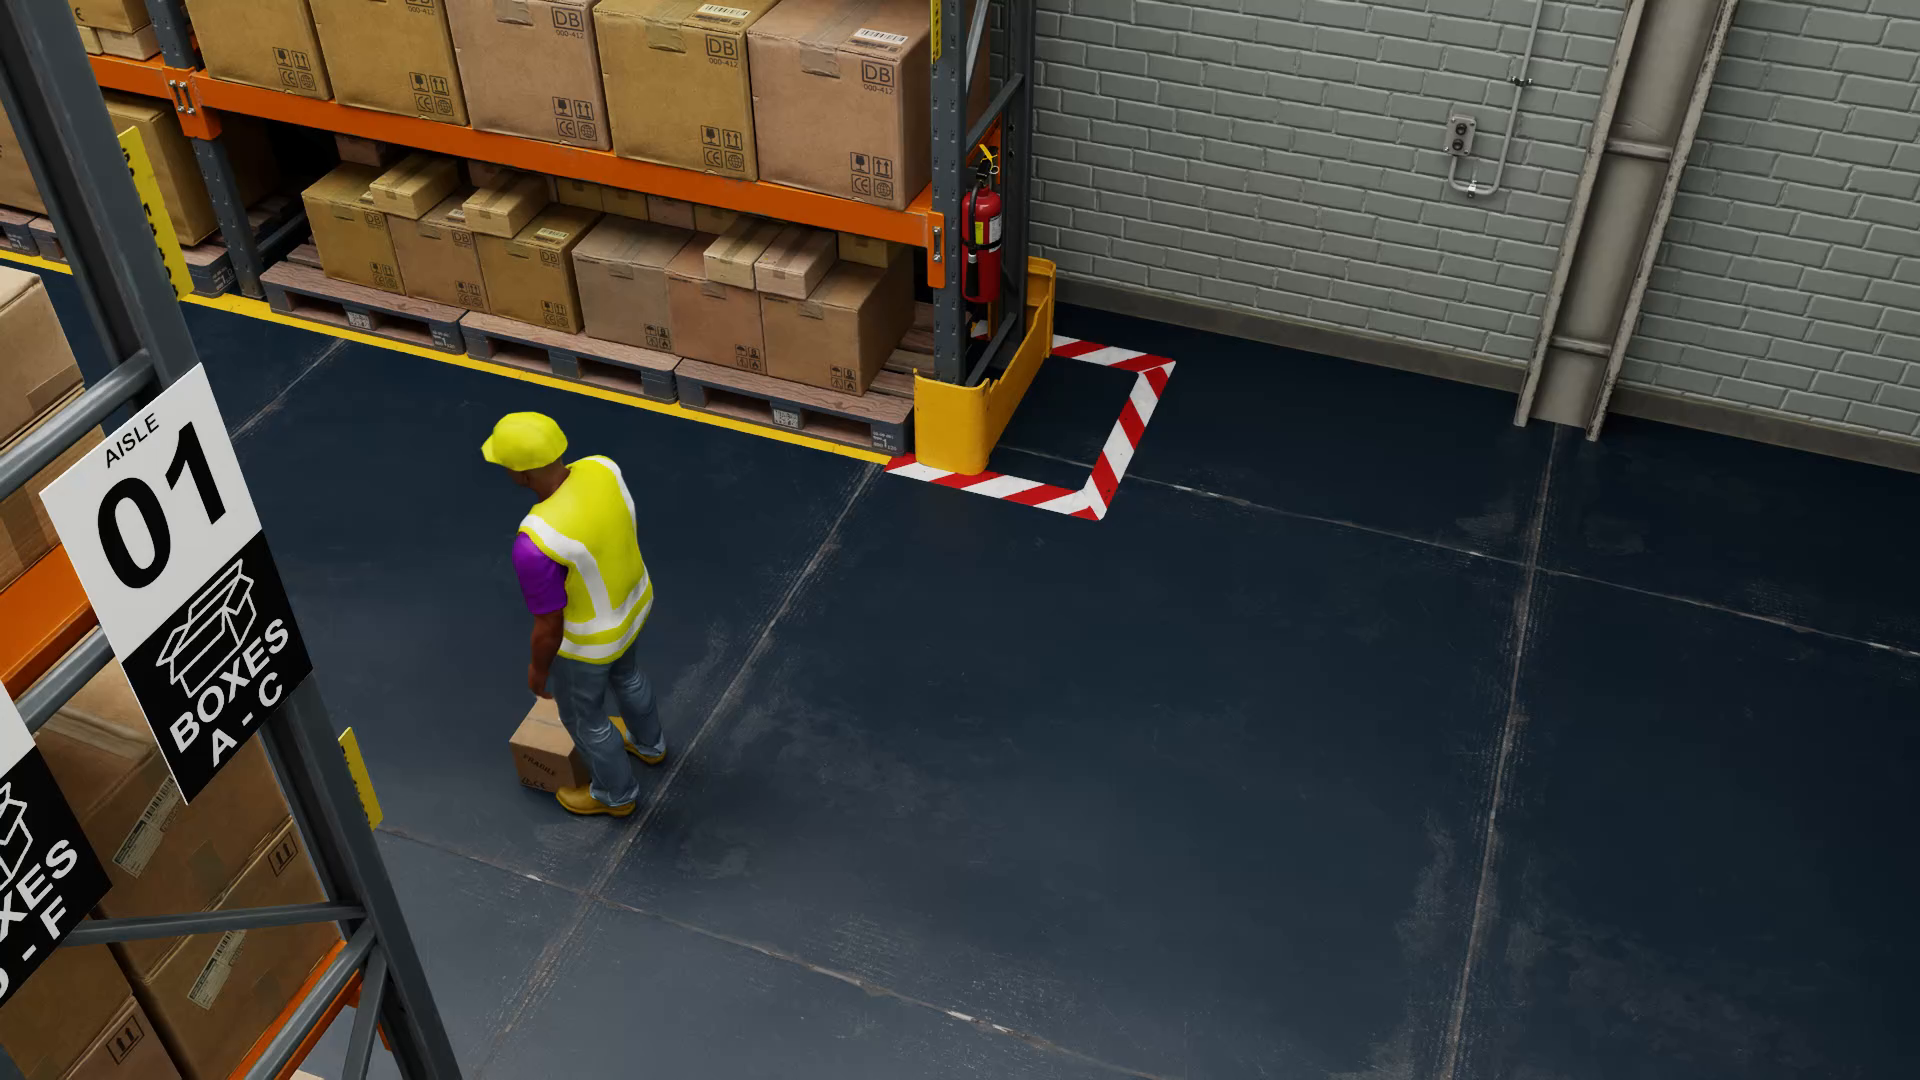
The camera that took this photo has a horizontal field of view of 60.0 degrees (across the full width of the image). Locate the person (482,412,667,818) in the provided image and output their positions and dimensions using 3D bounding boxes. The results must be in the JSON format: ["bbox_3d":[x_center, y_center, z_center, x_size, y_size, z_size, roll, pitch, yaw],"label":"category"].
[{"bbox_3d":[-1.318,0.270,5.837,0.456,1.761,0.628,14,43,15],"label":"person"}]
